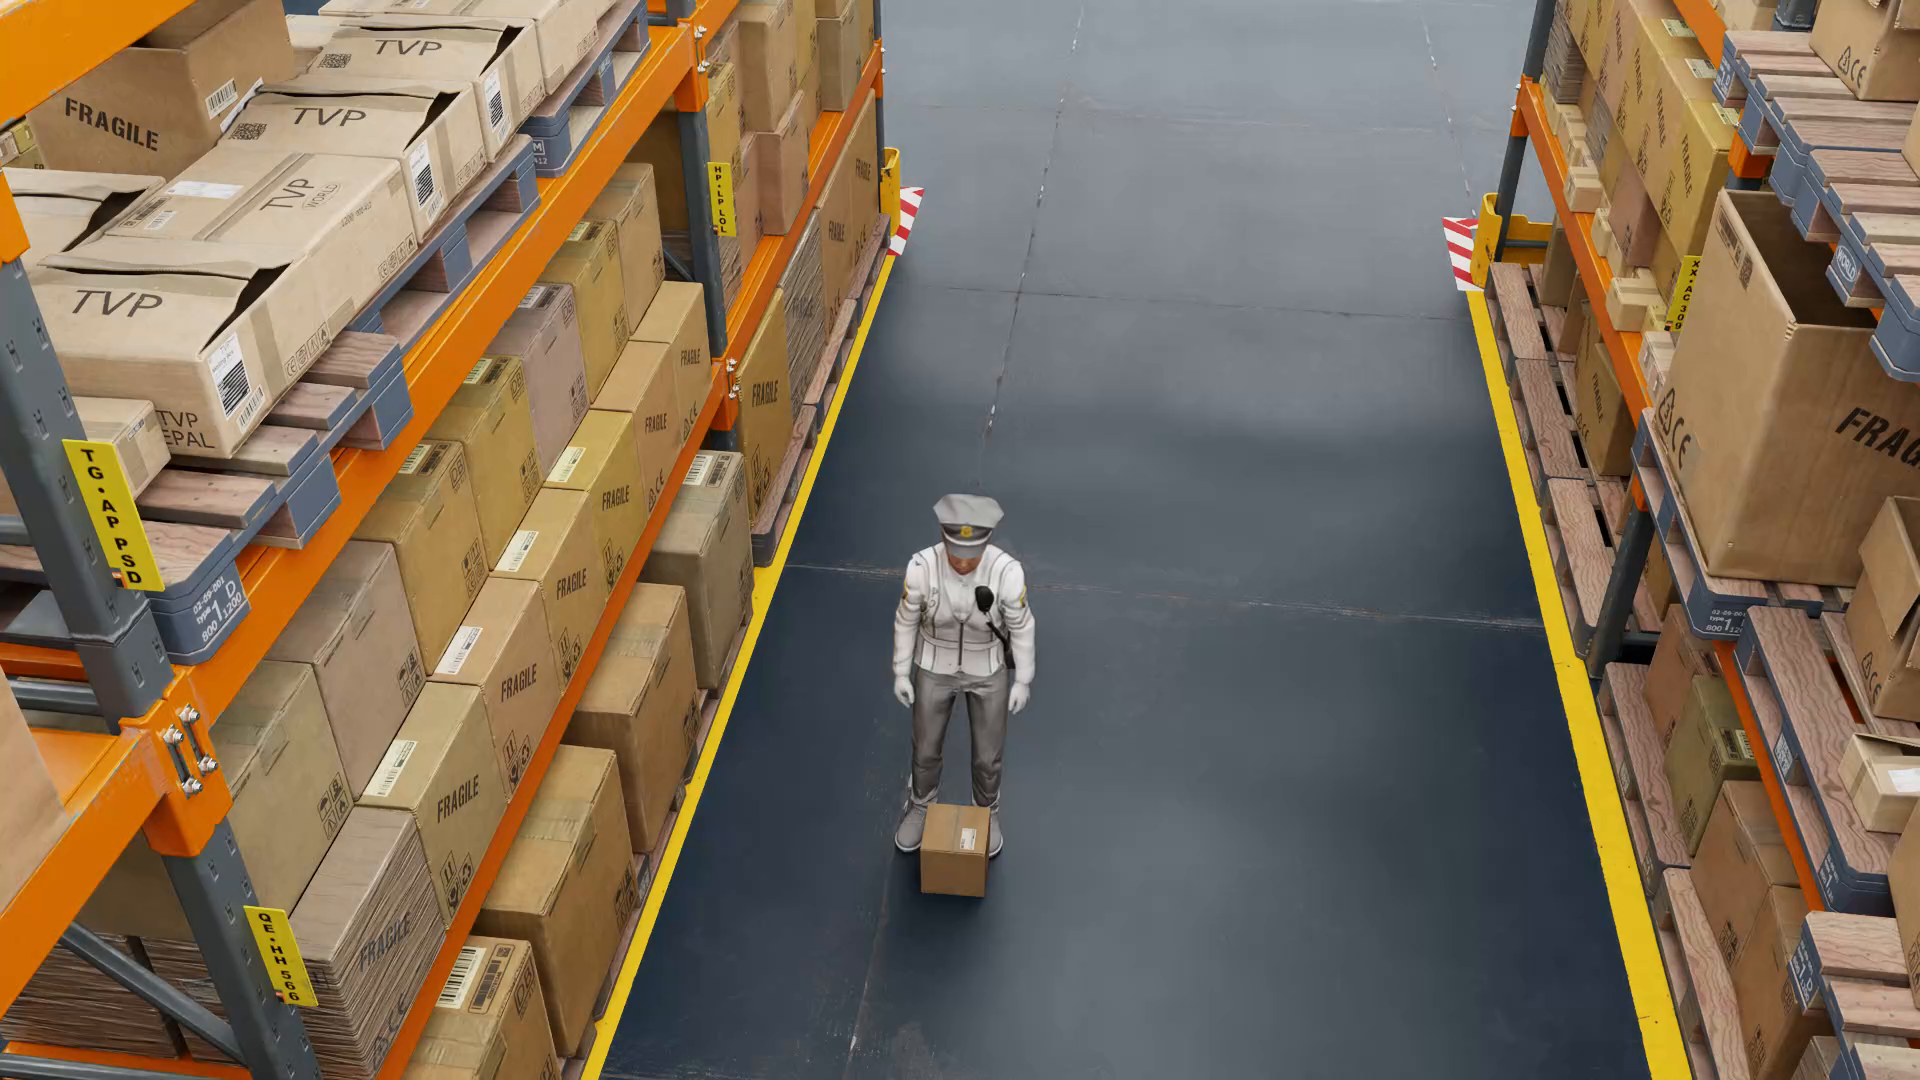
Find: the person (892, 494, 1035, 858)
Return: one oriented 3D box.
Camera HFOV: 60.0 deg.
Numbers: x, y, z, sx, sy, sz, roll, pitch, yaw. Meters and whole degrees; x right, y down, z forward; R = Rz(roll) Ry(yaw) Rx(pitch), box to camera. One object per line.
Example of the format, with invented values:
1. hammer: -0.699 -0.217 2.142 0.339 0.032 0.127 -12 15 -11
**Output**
1. person: 0.013 0.516 6.333 0.540 1.663 0.375 3 36 5
